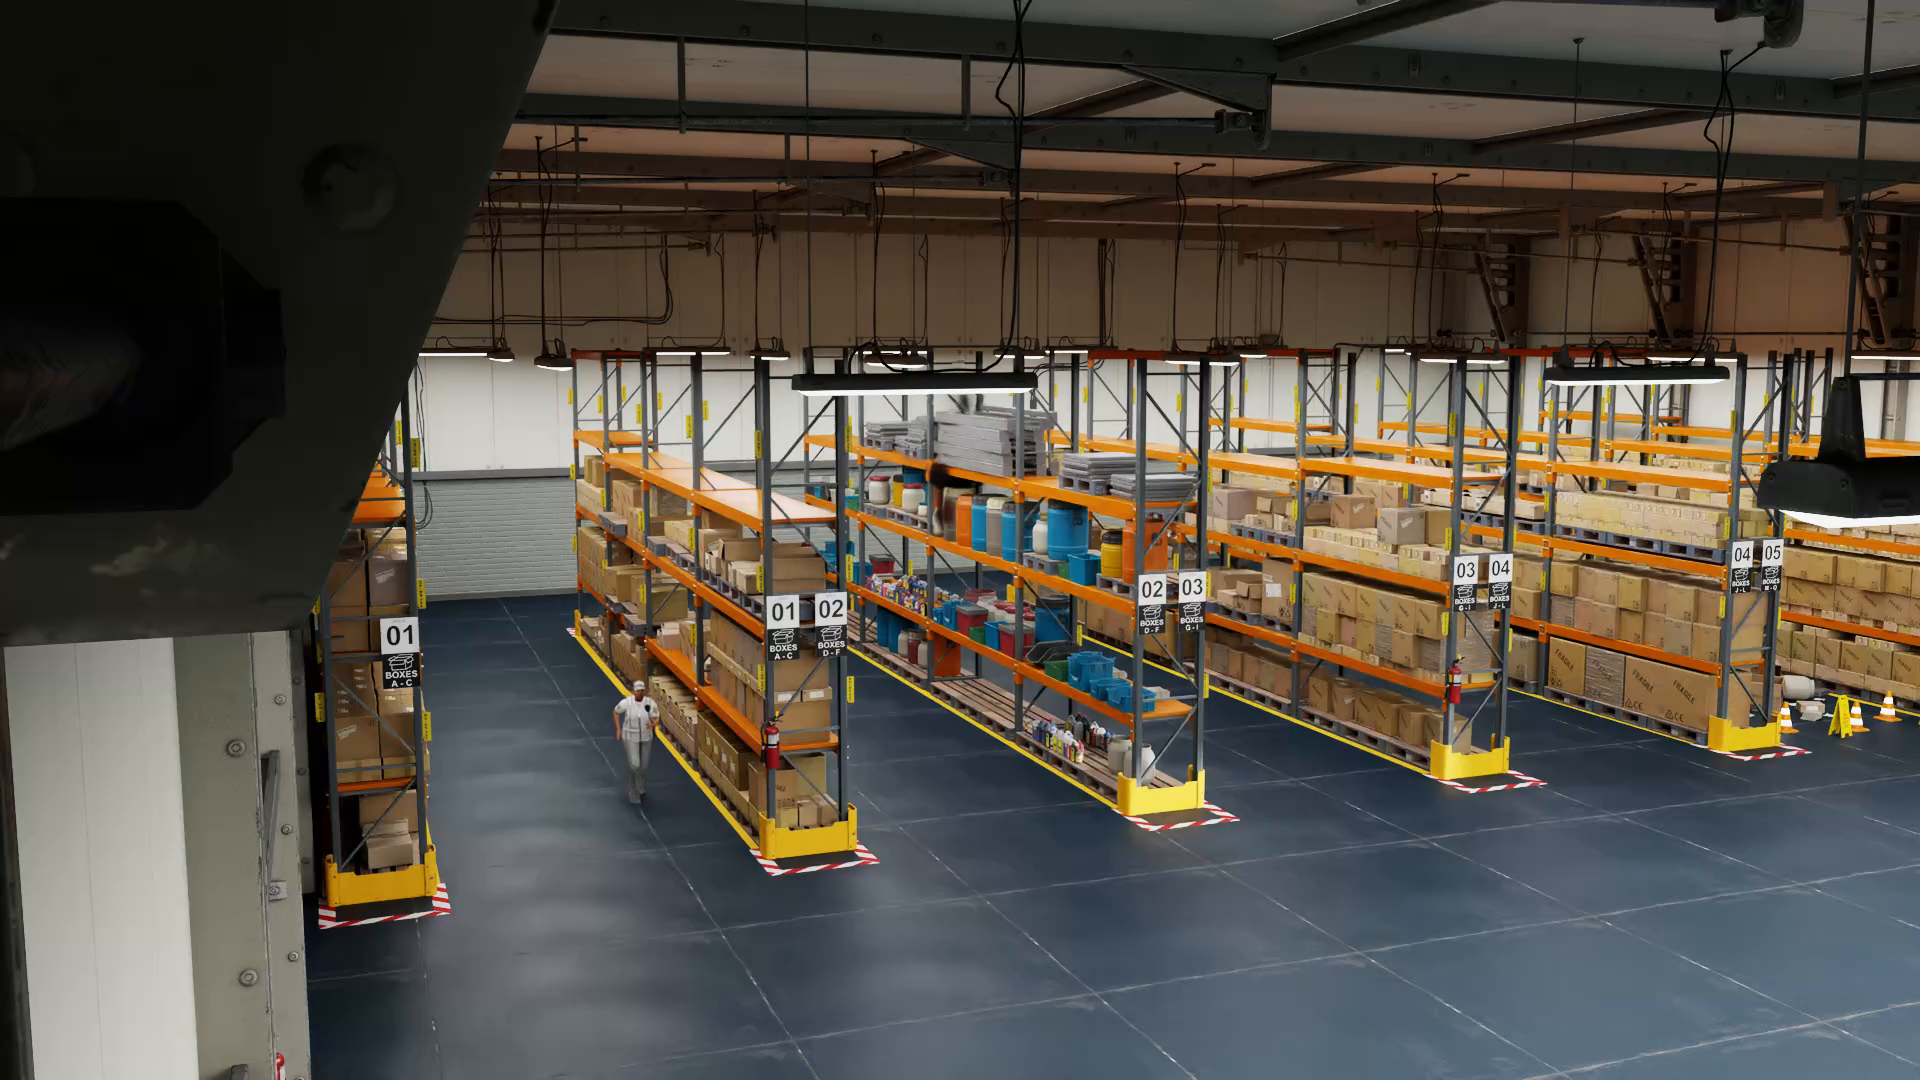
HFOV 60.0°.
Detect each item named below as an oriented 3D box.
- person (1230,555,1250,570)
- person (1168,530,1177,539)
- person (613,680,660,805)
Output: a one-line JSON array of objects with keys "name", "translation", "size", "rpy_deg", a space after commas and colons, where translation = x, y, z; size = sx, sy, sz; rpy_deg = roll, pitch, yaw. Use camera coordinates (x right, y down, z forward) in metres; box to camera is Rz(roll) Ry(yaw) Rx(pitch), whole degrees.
[{"name": "person", "translation": [6.918, 0.259, 41.845], "size": [0.929, 1.784, 0.699], "rpy_deg": [-2, 7, -16]}, {"name": "person", "translation": [5.128, 0.428, 40.750], "size": [0.746, 1.693, 0.537], "rpy_deg": [5, 9, 37]}, {"name": "person", "translation": [-4.348, 2.729, 22.491], "size": [0.570, 1.705, 0.793], "rpy_deg": [-3, 8, -25]}]
